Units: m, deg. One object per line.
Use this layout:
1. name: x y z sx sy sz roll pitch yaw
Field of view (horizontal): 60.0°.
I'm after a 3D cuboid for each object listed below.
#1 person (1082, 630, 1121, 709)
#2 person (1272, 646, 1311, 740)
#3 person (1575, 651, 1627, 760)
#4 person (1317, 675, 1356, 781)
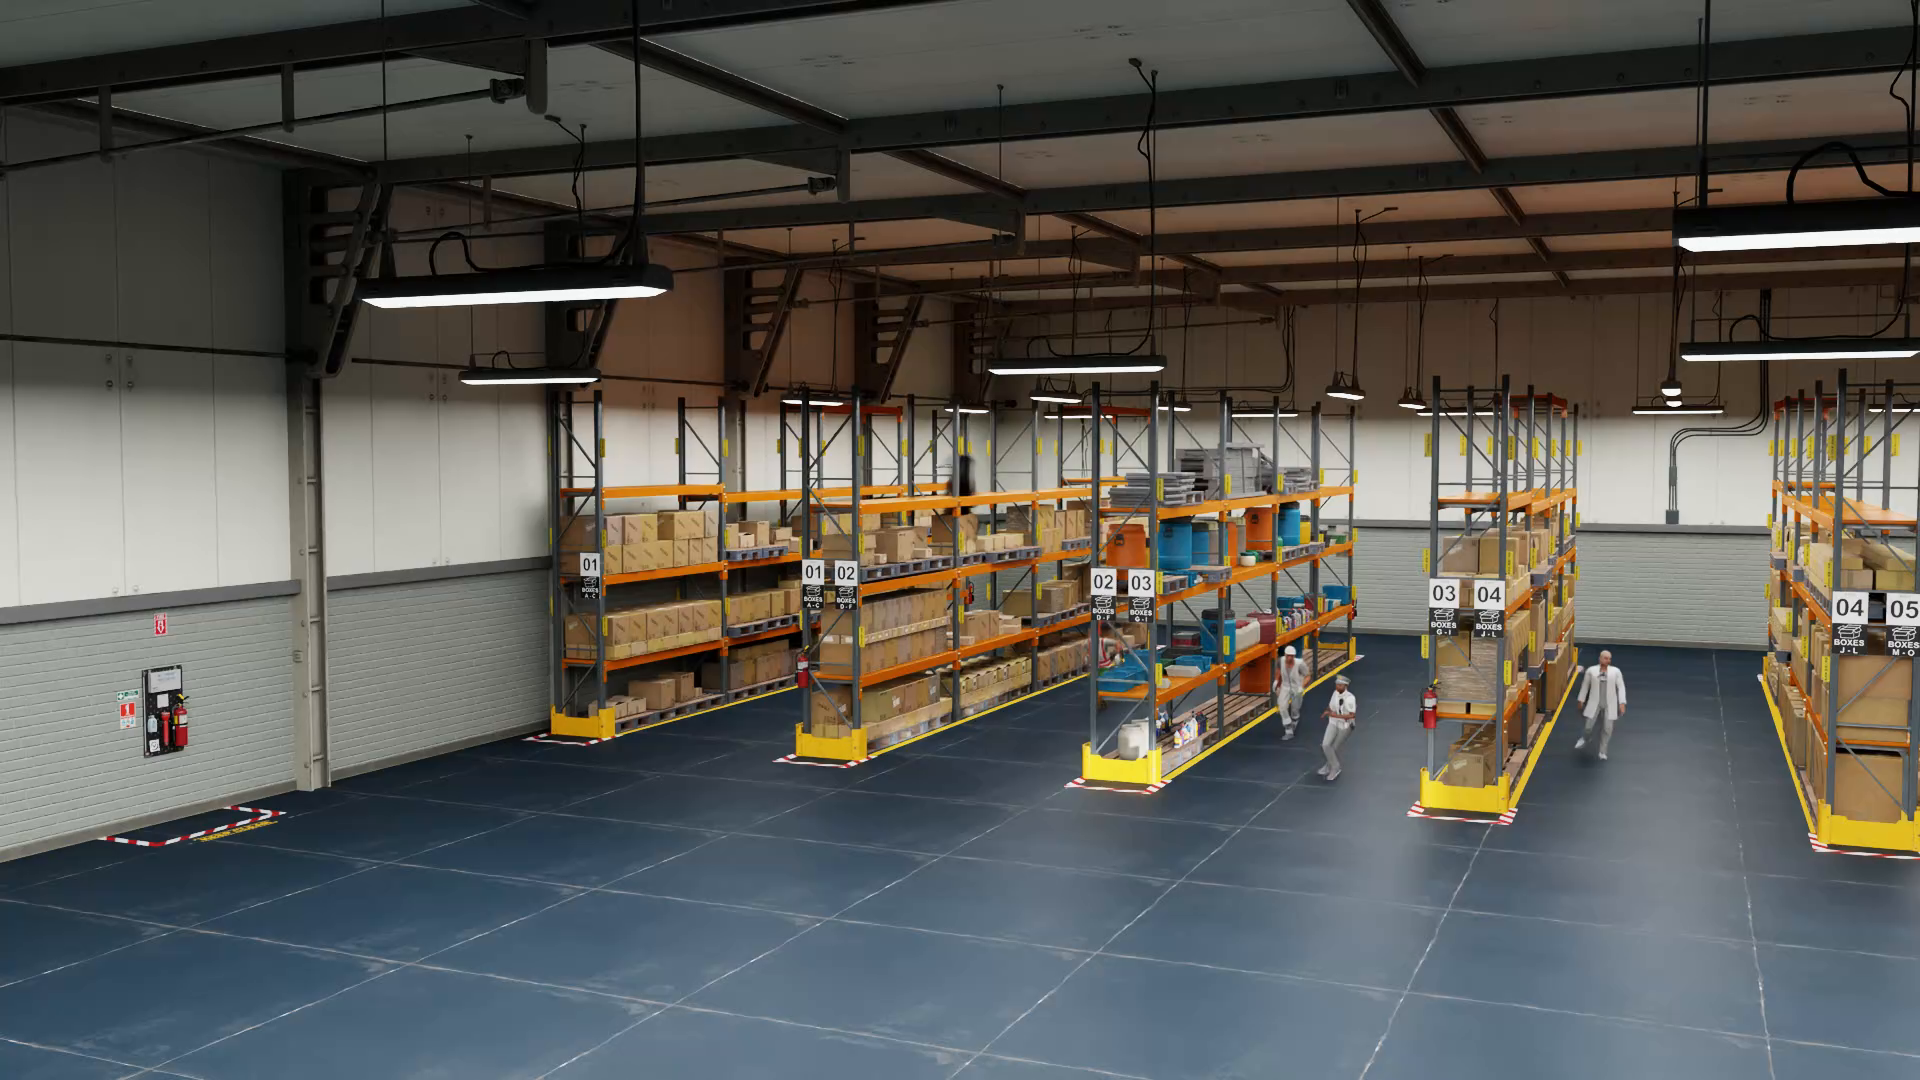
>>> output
1. person: 2.673 2.441 31.561 0.700 1.627 0.877 1 3 20
2. person: 5.746 2.592 28.710 0.675 1.625 1.099 1 3 22
3. person: 10.342 2.641 26.829 0.755 1.745 0.717 1 3 20
4. person: 5.682 2.799 25.077 0.713 1.574 0.671 2 4 37
